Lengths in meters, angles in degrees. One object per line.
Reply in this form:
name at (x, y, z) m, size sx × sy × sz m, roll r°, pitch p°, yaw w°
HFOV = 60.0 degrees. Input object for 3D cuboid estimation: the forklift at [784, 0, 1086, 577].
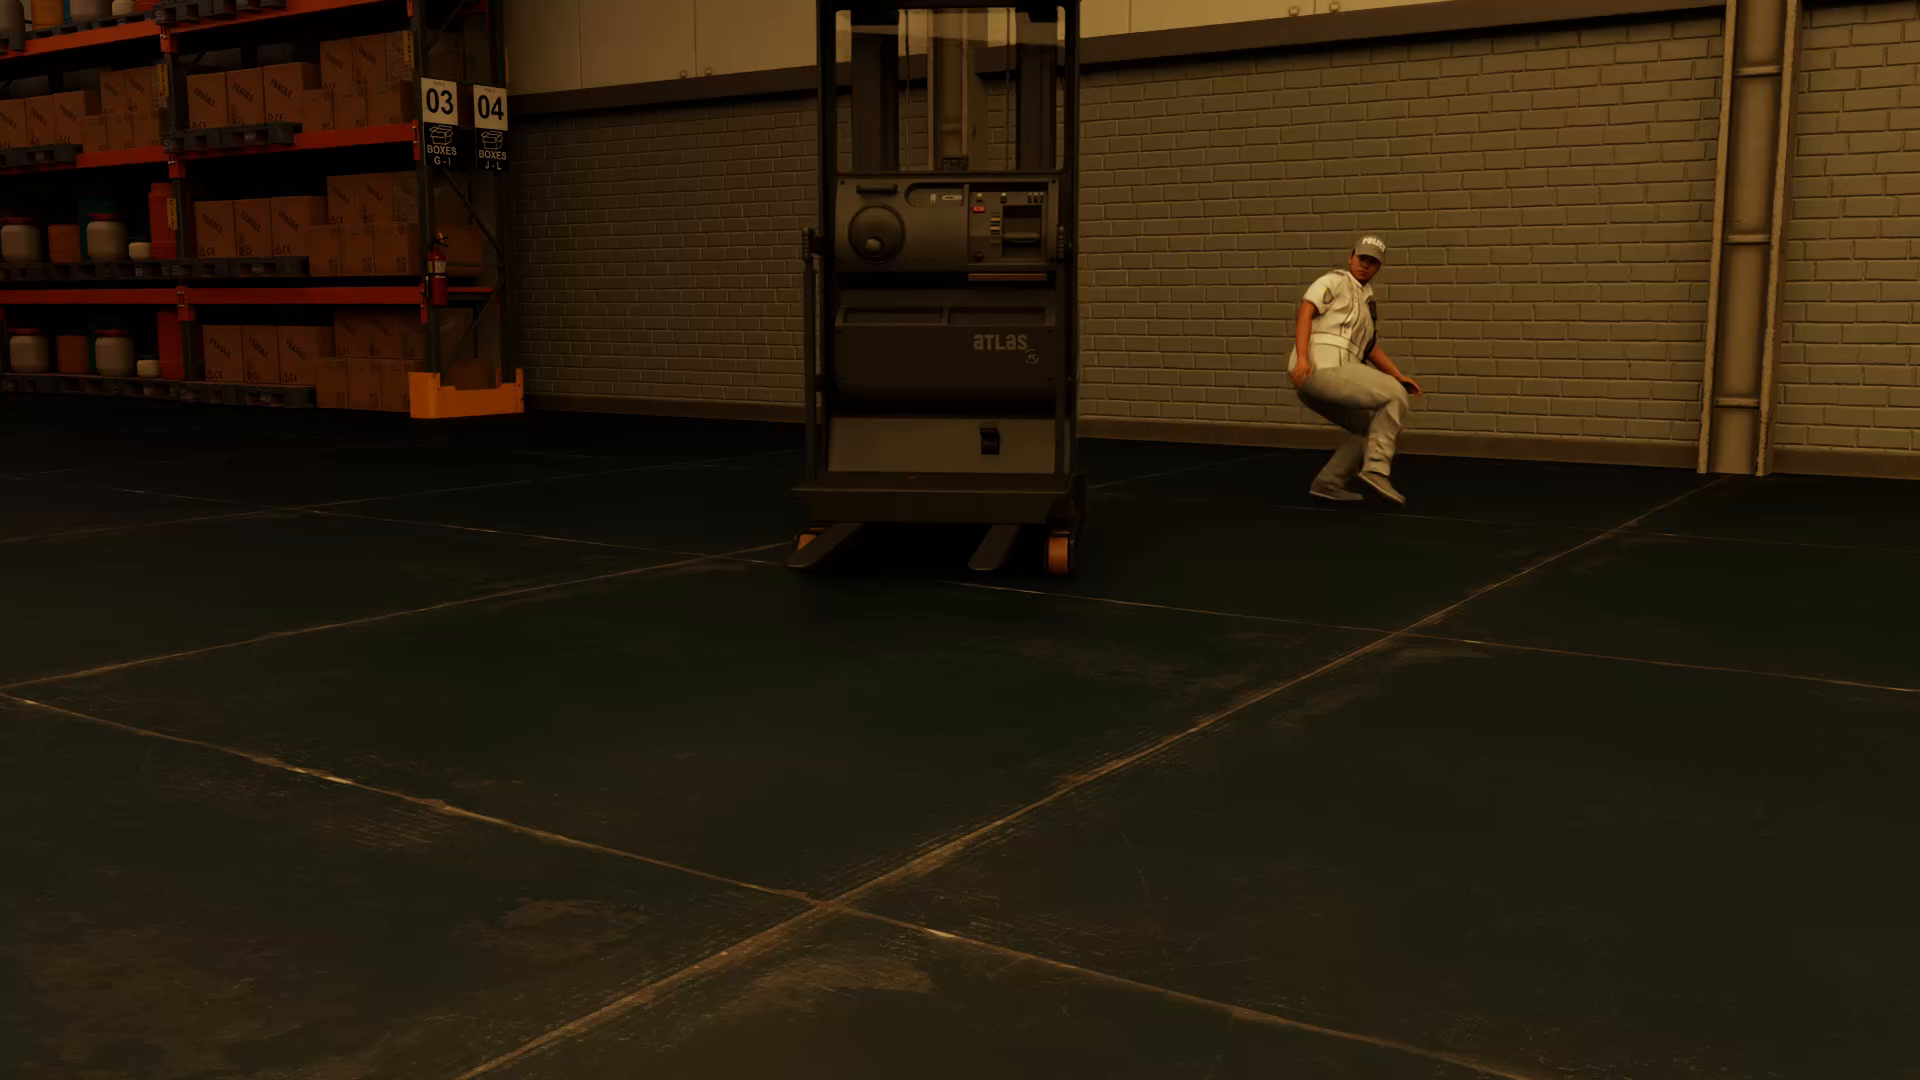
forklift at (-0.074, -1.352, 6.698) m, size 1.130 × 2.935 × 3.031 m, roll 1°, pitch 8°, yaw 6°

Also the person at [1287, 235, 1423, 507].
person at (2.100, -0.889, 8.860) m, size 0.698 × 1.454 × 0.715 m, roll 3°, pitch 9°, yaw 18°
